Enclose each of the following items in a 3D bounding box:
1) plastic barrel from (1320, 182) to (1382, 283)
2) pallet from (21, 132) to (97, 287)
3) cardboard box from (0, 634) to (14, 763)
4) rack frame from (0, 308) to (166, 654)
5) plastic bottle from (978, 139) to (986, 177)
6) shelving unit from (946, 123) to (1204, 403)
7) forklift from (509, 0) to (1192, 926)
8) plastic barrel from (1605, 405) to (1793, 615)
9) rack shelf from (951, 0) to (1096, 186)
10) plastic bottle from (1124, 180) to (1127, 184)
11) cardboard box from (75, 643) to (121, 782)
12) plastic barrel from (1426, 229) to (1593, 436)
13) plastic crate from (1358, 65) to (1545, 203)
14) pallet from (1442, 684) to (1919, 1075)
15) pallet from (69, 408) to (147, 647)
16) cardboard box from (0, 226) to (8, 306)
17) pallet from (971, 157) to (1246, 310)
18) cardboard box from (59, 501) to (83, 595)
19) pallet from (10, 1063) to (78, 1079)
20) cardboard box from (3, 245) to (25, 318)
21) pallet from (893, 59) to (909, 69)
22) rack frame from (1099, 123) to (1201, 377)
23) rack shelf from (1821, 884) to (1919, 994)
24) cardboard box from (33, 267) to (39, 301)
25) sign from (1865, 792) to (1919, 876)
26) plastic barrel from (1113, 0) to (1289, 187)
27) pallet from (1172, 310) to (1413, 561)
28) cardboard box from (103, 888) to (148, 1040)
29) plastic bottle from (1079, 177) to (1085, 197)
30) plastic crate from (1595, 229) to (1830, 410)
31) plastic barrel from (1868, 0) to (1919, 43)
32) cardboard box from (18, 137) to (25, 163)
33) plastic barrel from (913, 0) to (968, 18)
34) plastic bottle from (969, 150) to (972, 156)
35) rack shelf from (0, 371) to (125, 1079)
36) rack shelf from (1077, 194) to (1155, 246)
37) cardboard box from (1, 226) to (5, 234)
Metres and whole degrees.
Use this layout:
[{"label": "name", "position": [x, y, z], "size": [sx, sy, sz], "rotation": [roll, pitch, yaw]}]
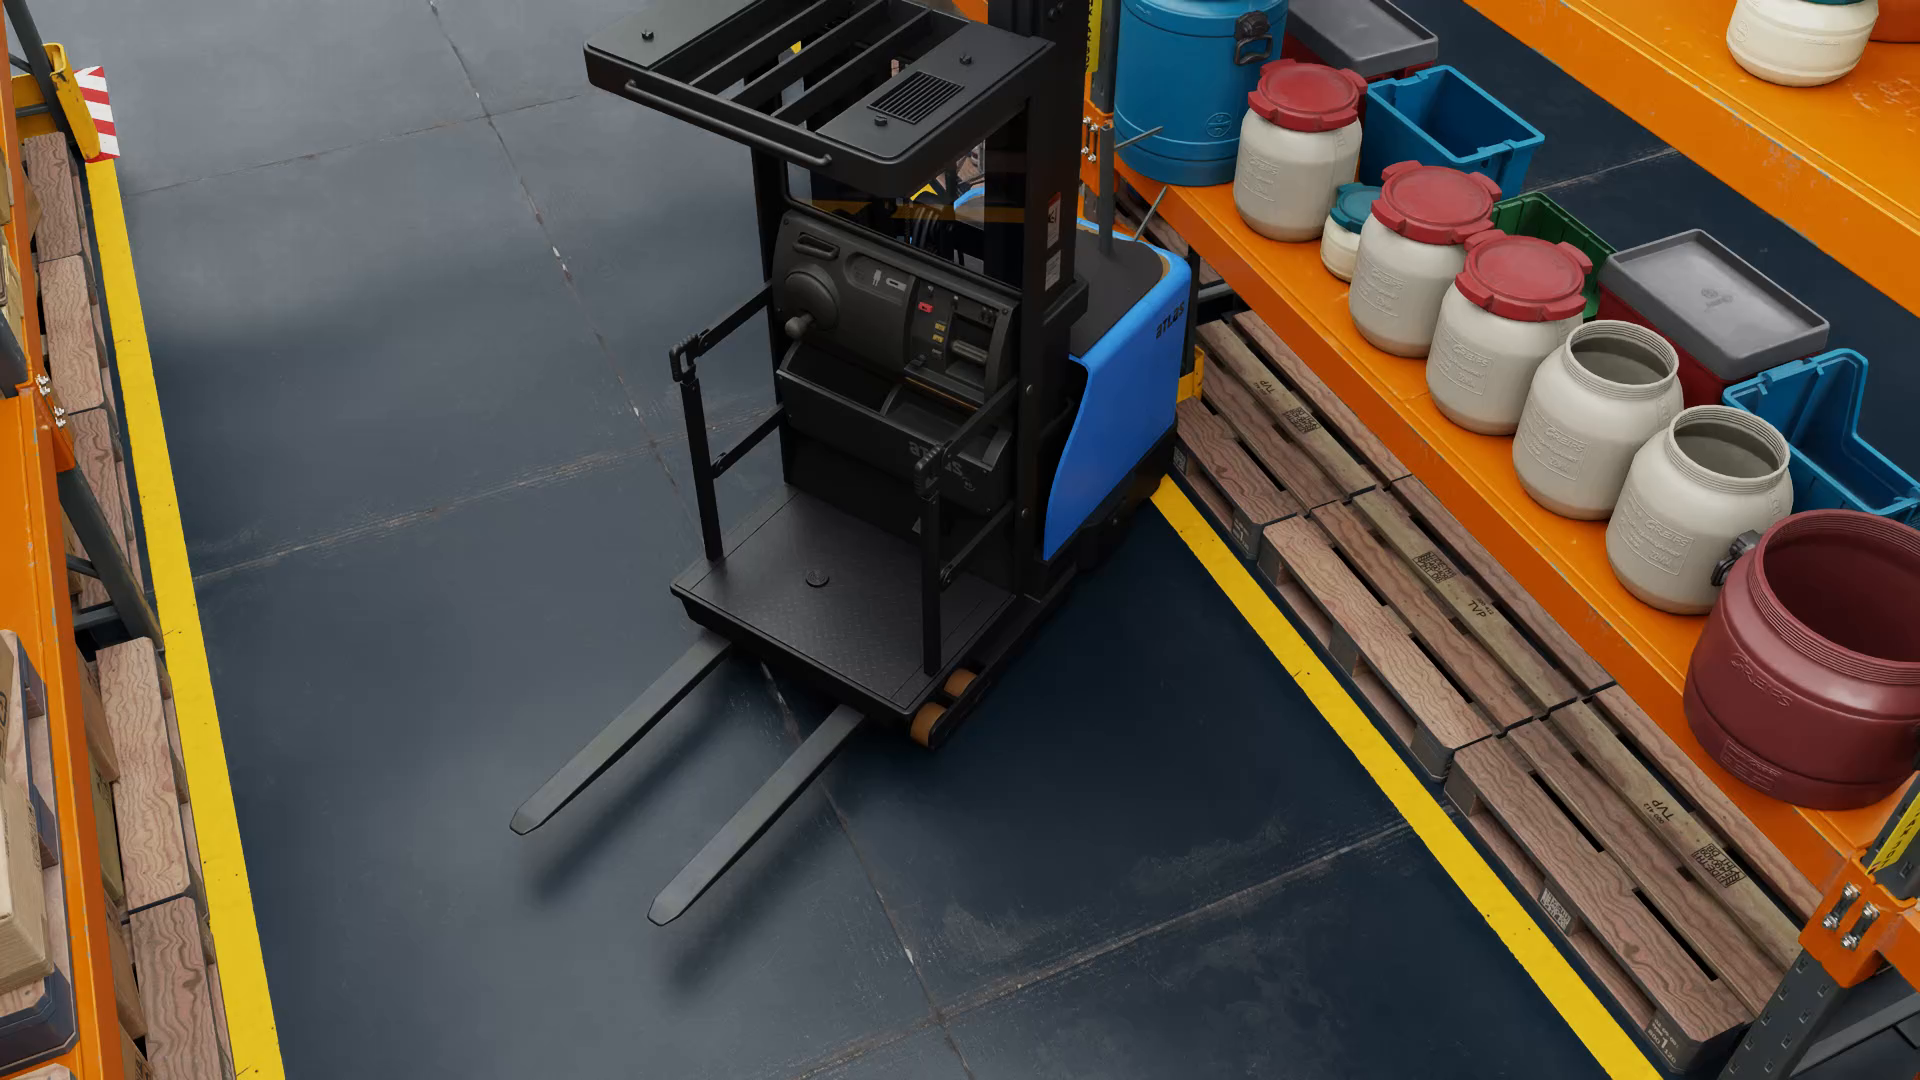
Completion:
[{"label": "plastic barrel", "position": [1.414, -1.058, 5.785], "size": [0.301, 0.262, 0.301], "rotation": [0, 45, 0]}, {"label": "pallet", "position": [-4.838, -1.513, 8.133], "size": [1.003, 0.211, 1.213], "rotation": [-18, 47, -17]}, {"label": "cardboard box", "position": [-2.685, 0.358, 3.879], "size": [0.797, 0.503, 0.637], "rotation": [-14, 46, -13]}, {"label": "rack frame", "position": [-3.497, -0.533, 5.155], "size": [1.000, 3.000, 0.127], "rotation": [-18, 47, -17]}, {"label": "plastic bottle", "position": [0.183, -1.941, 8.208], "size": [0.152, 0.276, 0.135], "rotation": [-17, 47, -17]}, {"label": "shelving unit", "position": [0.456, -1.306, 6.825], "size": [0.587, 1.500, 1.083], "rotation": [-28, 49, -23]}, {"label": "forklift", "position": [-0.353, -0.683, 5.355], "size": [1.130, 2.935, 3.031], "rotation": [26, 50, 24]}, {"label": "plastic barrel", "position": [2.052, -0.079, 4.615], "size": [0.421, 0.512, 0.421], "rotation": [0, 45, 0]}, {"label": "rack shelf", "position": [0.155, -3.014, 8.182], "size": [1.077, 0.370, 4.000], "rotation": [-18, 47, -17]}, {"label": "plastic bottle", "position": [0.863, -1.875, 8.144], "size": [0.097, 0.271, 0.097], "rotation": [0, 45, 0]}, {"label": "cardboard box", "position": [-3.259, 0.597, 5.475], "size": [0.700, 0.500, 0.500], "rotation": [-22, 49, -20]}, {"label": "plastic barrel", "position": [1.690, -0.627, 5.153], "size": [0.433, 0.535, 0.433], "rotation": [0, 45, 0]}, {"label": "plastic crate", "position": [1.742, -1.379, 6.024], "size": [0.392, 0.384, 0.575], "rotation": [-18, 47, -17]}, {"label": "pallet", "position": [2.388, 1.040, 5.545], "size": [1.003, 0.211, 1.213], "rotation": [-18, 47, -17]}, {"label": "pallet", "position": [-3.812, 0.042, 6.557], "size": [1.003, 0.211, 1.213], "rotation": [-18, 47, -17]}, {"label": "cardboard box", "position": [-3.631, -0.980, 5.324], "size": [0.875, 0.500, 0.500], "rotation": [-18, 47, -17]}, {"label": "pallet", "position": [0.752, -1.444, 8.063], "size": [1.003, 0.211, 1.213], "rotation": [-18, 47, -17]}, {"label": "cardboard box", "position": [-3.629, -0.060, 6.156], "size": [0.500, 0.500, 0.500], "rotation": [-19, 48, -19]}, {"label": "pallet", "position": [-2.212, 1.661, 3.067], "size": [1.213, 0.211, 1.003], "rotation": [-18, 47, -17]}, {"label": "cardboard box", "position": [-3.408, -0.833, 5.637], "size": [0.380, 0.149, 0.250], "rotation": [-18, 47, -17]}, {"label": "pallet", "position": [-0.274, -2.999, 9.639], "size": [1.003, 0.211, 1.213], "rotation": [-18, 47, -17]}, {"label": "rack frame", "position": [0.746, -1.033, 6.525], "size": [0.500, 1.500, 0.032], "rotation": [-28, 49, -23]}, {"label": "rack shelf", "position": [3.519, 2.084, 3.015], "size": [1.077, 0.370, 4.000], "rotation": [-18, 47, -17]}, {"label": "cardboard box", "position": [-4.403, -1.164, 7.275], "size": [0.500, 0.500, 0.500], "rotation": [-14, 46, -14]}, {"label": "sign", "position": [2.182, 0.662, 3.827], "size": [0.100, 0.325, 0.005], "rotation": [-18, 47, -17]}, {"label": "plastic barrel", "position": [0.884, -1.839, 6.121], "size": [0.600, 0.901, 0.708], "rotation": [-18, 47, -17]}, {"label": "pallet", "position": [1.362, -0.514, 7.121], "size": [1.003, 0.211, 1.213], "rotation": [-18, 47, -17]}, {"label": "cardboard box", "position": [-2.840, 1.263, 4.800], "size": [0.700, 0.500, 0.500], "rotation": [-22, 49, -21]}, {"label": "plastic bottle", "position": [0.595, -1.578, 7.786], "size": [0.144, 0.351, 0.185], "rotation": [-18, 47, -17]}, {"label": "plastic crate", "position": [2.276, -0.590, 5.167], "size": [0.402, 0.464, 0.583], "rotation": [-18, 47, -17]}, {"label": "plastic barrel", "position": [2.255, -1.672, 3.867], "size": [0.600, 0.830, 0.708], "rotation": [-18, 47, -17]}, {"label": "cardboard box", "position": [-4.932, -1.939, 8.060], "size": [0.500, 0.500, 0.500], "rotation": [-10, 45, -10]}, {"label": "plastic barrel", "position": [-0.129, -3.093, 9.221], "size": [0.421, 0.512, 0.421], "rotation": [0, 45, 0]}, {"label": "plastic bottle", "position": [0.065, -2.072, 8.343], "size": [0.097, 0.271, 0.097], "rotation": [0, 45, 0]}, {"label": "rack shelf", "position": [-2.657, 0.997, 4.116], "size": [1.077, 0.370, 4.000], "rotation": [-18, 47, -17]}, {"label": "rack shelf", "position": [0.459, -1.183, 6.956], "size": [0.538, 0.185, 1.000], "rotation": [-28, 49, -23]}, {"label": "cardboard box", "position": [-3.652, -1.141, 5.949], "size": [0.380, 0.149, 0.250], "rotation": [-18, 47, -17]}]
